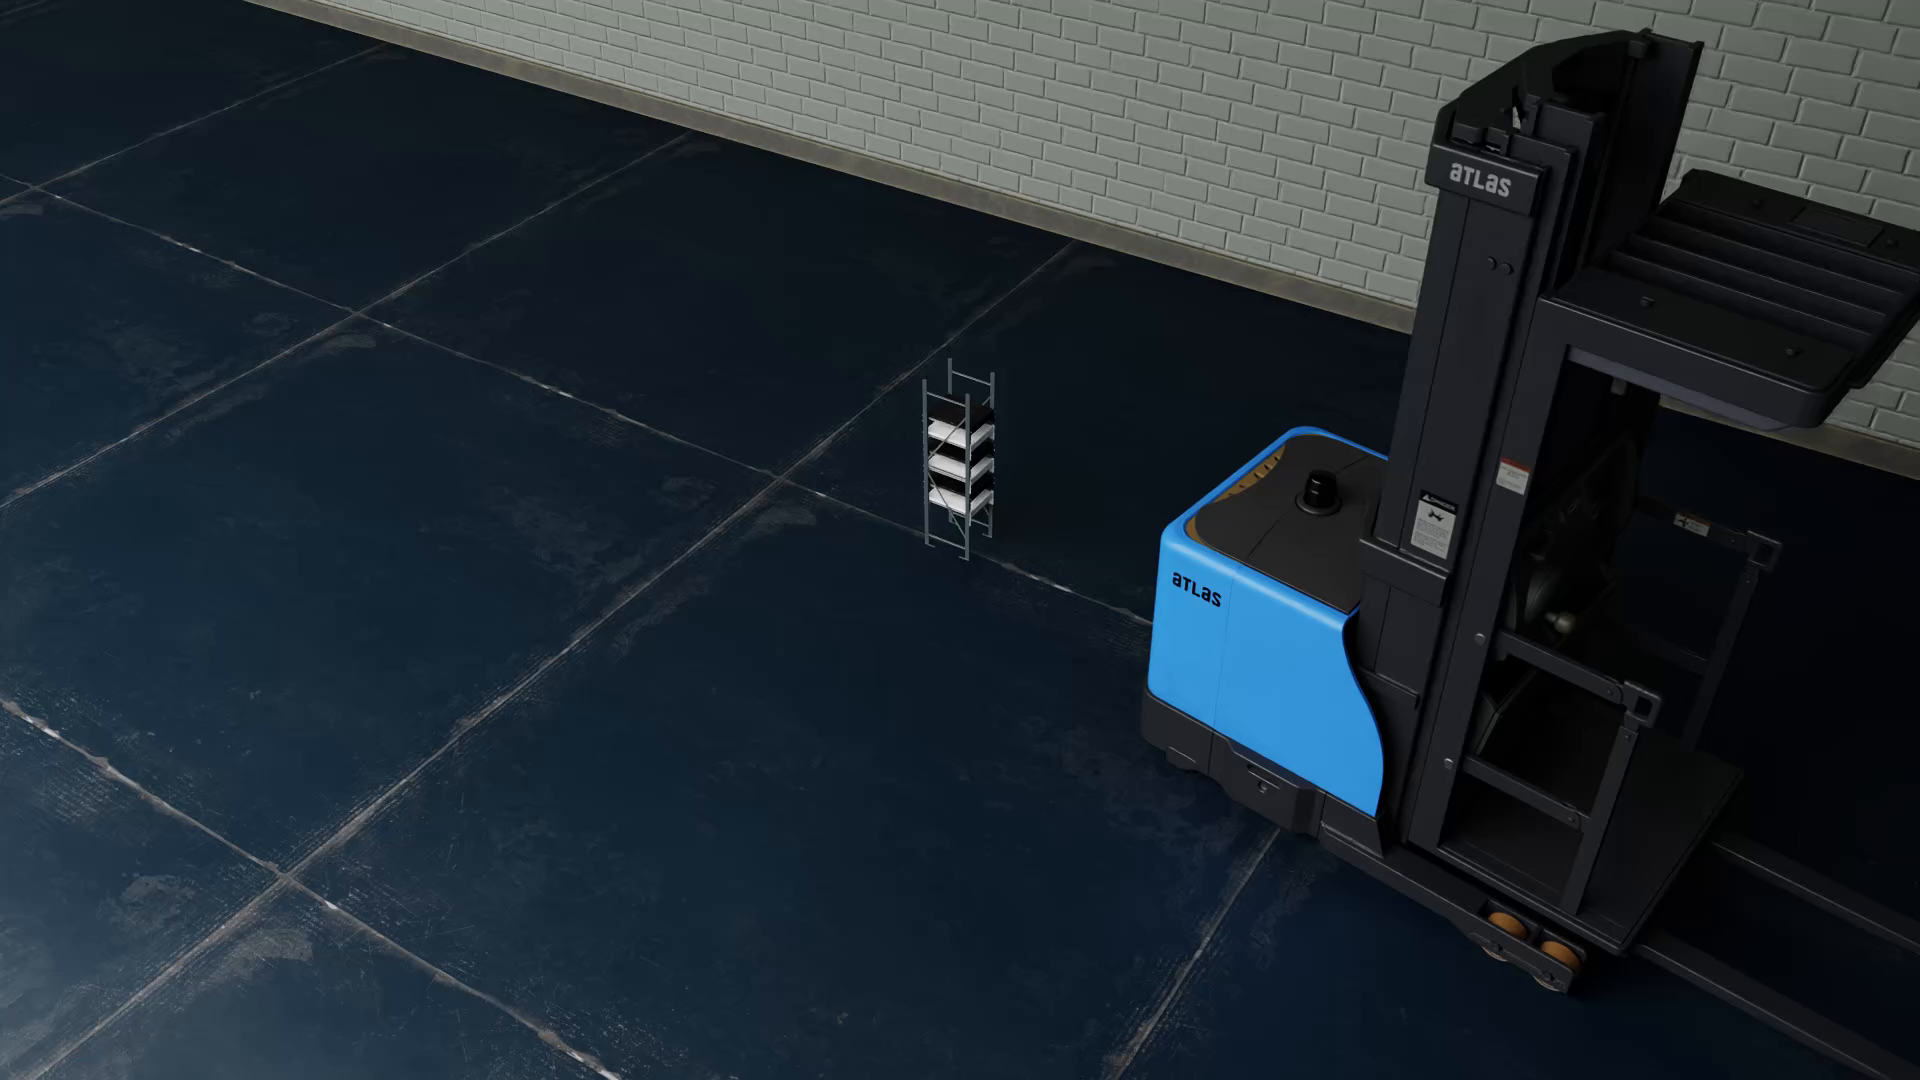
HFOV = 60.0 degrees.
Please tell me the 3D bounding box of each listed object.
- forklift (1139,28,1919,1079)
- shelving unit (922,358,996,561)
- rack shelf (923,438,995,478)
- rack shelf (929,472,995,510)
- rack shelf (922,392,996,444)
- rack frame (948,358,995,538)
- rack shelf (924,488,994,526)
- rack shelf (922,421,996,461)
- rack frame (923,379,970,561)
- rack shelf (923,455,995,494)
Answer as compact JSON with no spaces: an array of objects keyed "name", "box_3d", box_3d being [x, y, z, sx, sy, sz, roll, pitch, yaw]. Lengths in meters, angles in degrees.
[{"name":"forklift","box_3d":[2.162,0.025,5.318,3.031,2.935,1.130,28,46,31]},{"name":"shelving unit","box_3d":[-0.004,-0.352,7.470,0.258,0.900,0.210,21,42,25]},{"name":"rack shelf","box_3d":[-0.004,-0.397,7.435,0.258,0.077,0.200,21,42,25]},{"name":"rack shelf","box_3d":[-0.004,-0.255,7.545,0.258,0.077,0.200,21,42,25]},{"name":"rack shelf","box_3d":[-0.004,-0.540,7.325,0.258,0.077,0.200,21,42,25]},{"name":"rack frame","box_3d":[0.050,-0.405,7.538,0.240,0.900,0.006,21,42,25]},{"name":"rack shelf","box_3d":[-0.004,-0.183,7.600,0.258,0.077,0.200,21,42,25]},{"name":"rack shelf","box_3d":[-0.004,-0.468,7.380,0.258,0.077,0.200,21,42,25]},{"name":"rack frame","box_3d":[-0.059,-0.300,7.402,0.240,0.900,0.006,21,42,25]},{"name":"rack shelf","box_3d":[-0.004,-0.326,7.490,0.258,0.077,0.200,21,42,25]}]
